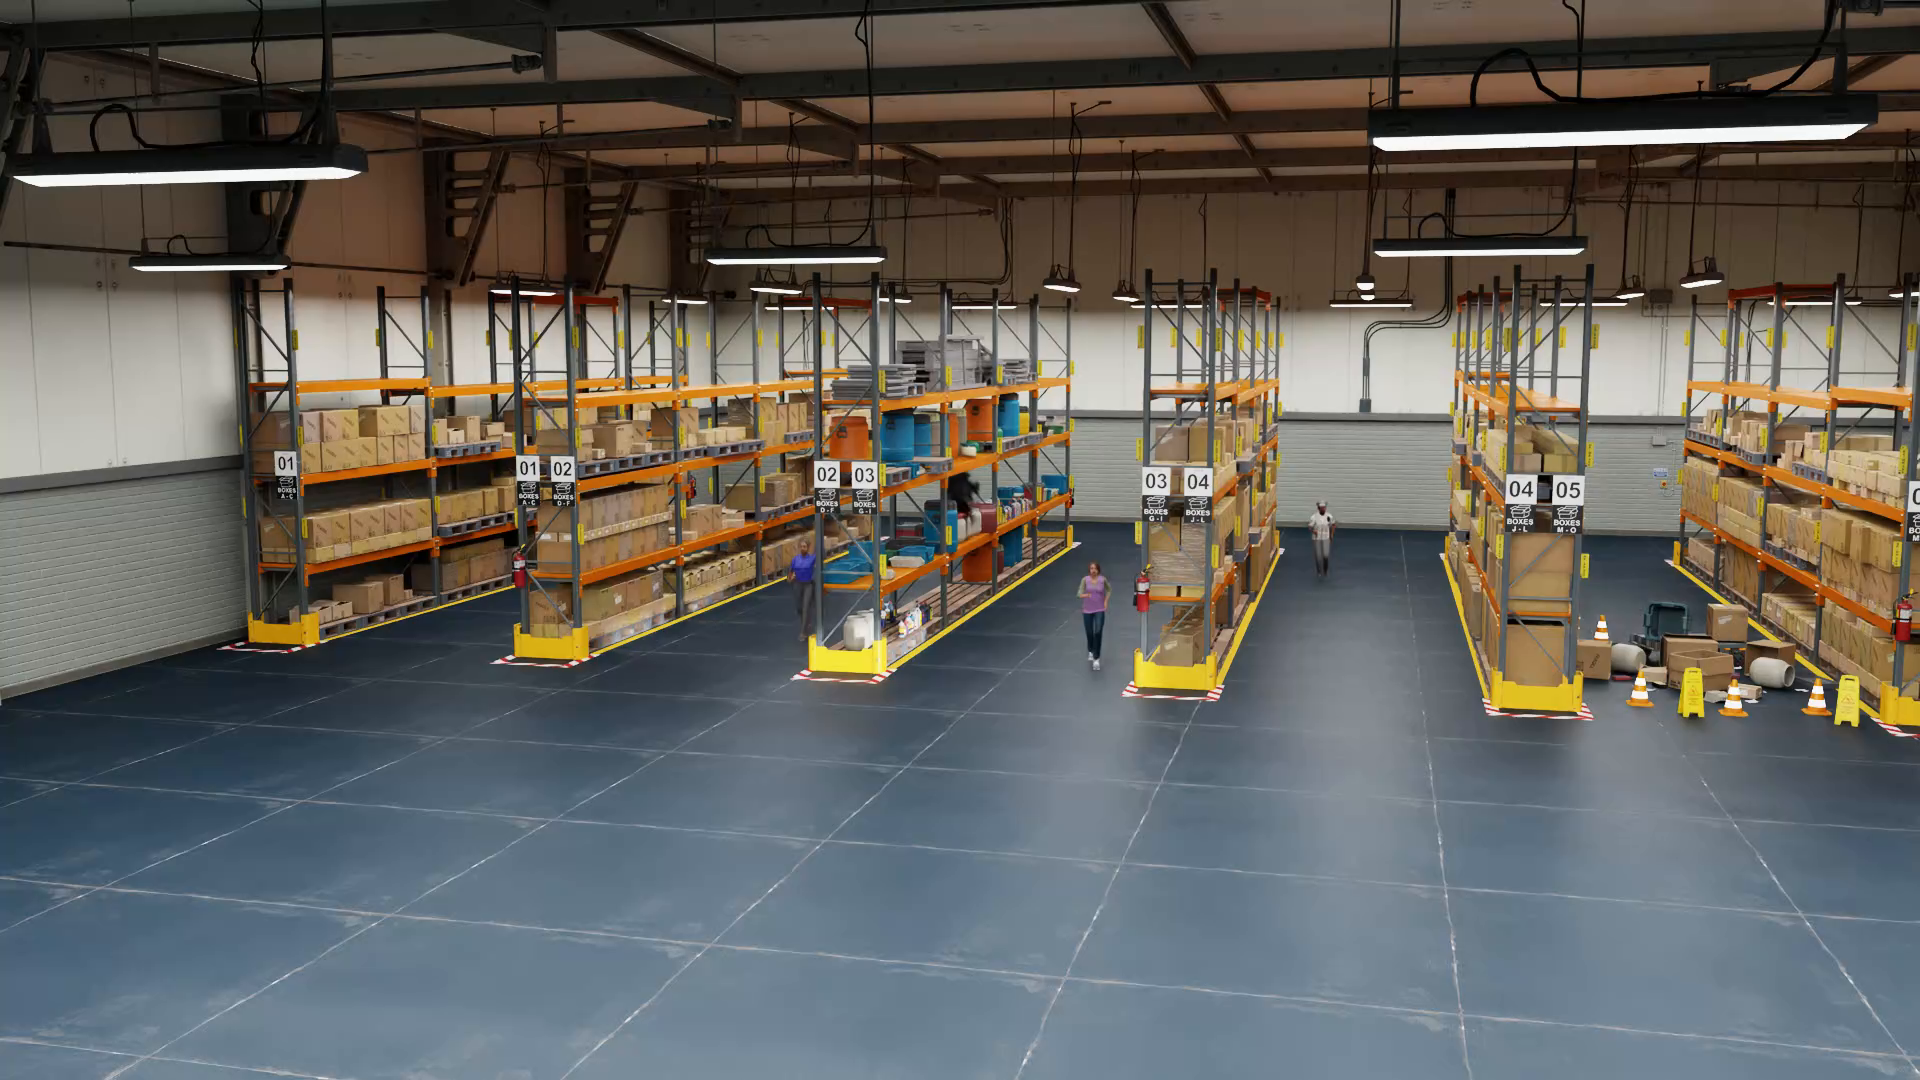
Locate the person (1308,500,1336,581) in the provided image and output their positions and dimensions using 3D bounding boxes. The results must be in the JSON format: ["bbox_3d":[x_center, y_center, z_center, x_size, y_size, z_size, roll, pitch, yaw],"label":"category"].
[{"bbox_3d":[7.557,0.015,34.755,0.574,1.690,0.660,2,7,12],"label":"person"}]

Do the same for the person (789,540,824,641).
[{"bbox_3d":[-2.588,0.823,27.902,0.585,1.647,0.834,1,7,12],"label":"person"}]

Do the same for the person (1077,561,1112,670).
[{"bbox_3d":[2.060,1.135,25.582,0.523,1.634,0.709,1,7,8],"label":"person"}]
